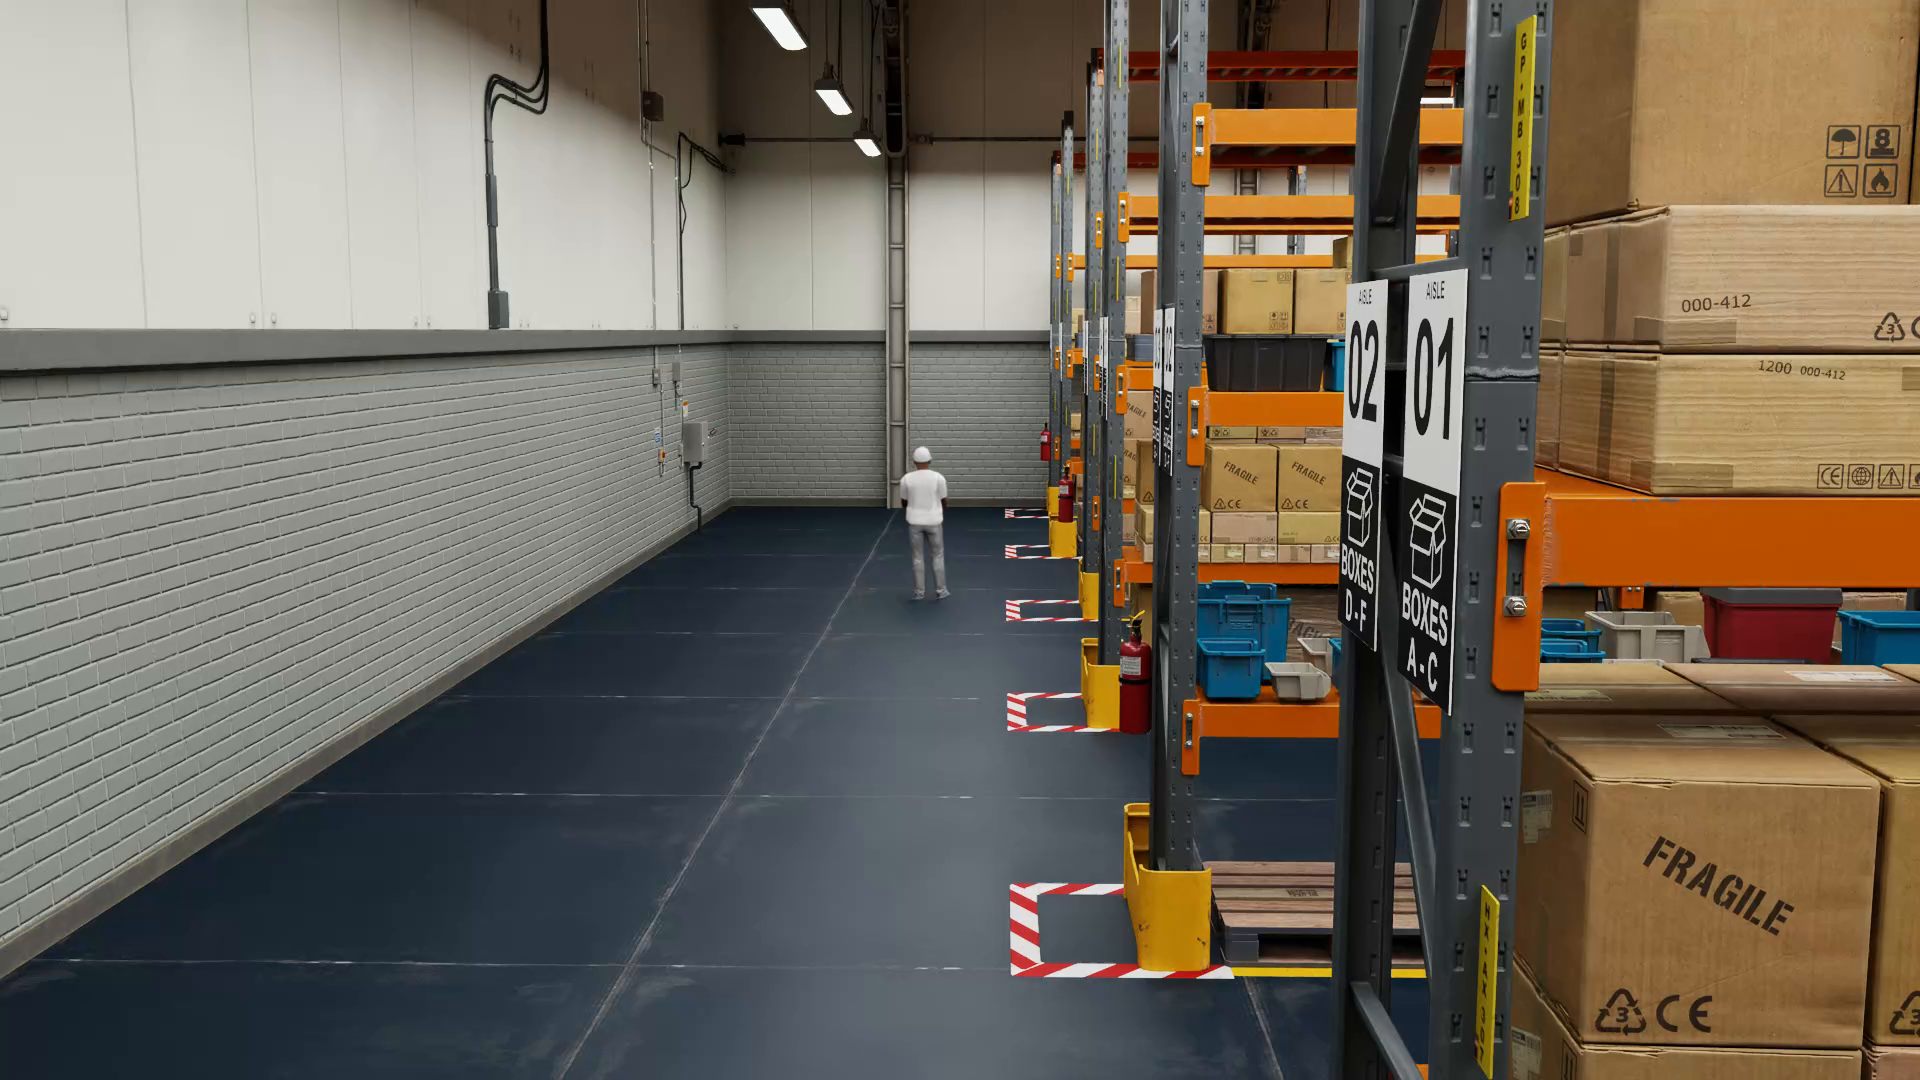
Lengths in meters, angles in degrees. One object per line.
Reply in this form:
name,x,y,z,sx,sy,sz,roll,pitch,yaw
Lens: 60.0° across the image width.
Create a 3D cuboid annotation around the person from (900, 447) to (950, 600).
person,-0.405,-0.202,19.235,0.559,1.771,0.515,1,7,5
